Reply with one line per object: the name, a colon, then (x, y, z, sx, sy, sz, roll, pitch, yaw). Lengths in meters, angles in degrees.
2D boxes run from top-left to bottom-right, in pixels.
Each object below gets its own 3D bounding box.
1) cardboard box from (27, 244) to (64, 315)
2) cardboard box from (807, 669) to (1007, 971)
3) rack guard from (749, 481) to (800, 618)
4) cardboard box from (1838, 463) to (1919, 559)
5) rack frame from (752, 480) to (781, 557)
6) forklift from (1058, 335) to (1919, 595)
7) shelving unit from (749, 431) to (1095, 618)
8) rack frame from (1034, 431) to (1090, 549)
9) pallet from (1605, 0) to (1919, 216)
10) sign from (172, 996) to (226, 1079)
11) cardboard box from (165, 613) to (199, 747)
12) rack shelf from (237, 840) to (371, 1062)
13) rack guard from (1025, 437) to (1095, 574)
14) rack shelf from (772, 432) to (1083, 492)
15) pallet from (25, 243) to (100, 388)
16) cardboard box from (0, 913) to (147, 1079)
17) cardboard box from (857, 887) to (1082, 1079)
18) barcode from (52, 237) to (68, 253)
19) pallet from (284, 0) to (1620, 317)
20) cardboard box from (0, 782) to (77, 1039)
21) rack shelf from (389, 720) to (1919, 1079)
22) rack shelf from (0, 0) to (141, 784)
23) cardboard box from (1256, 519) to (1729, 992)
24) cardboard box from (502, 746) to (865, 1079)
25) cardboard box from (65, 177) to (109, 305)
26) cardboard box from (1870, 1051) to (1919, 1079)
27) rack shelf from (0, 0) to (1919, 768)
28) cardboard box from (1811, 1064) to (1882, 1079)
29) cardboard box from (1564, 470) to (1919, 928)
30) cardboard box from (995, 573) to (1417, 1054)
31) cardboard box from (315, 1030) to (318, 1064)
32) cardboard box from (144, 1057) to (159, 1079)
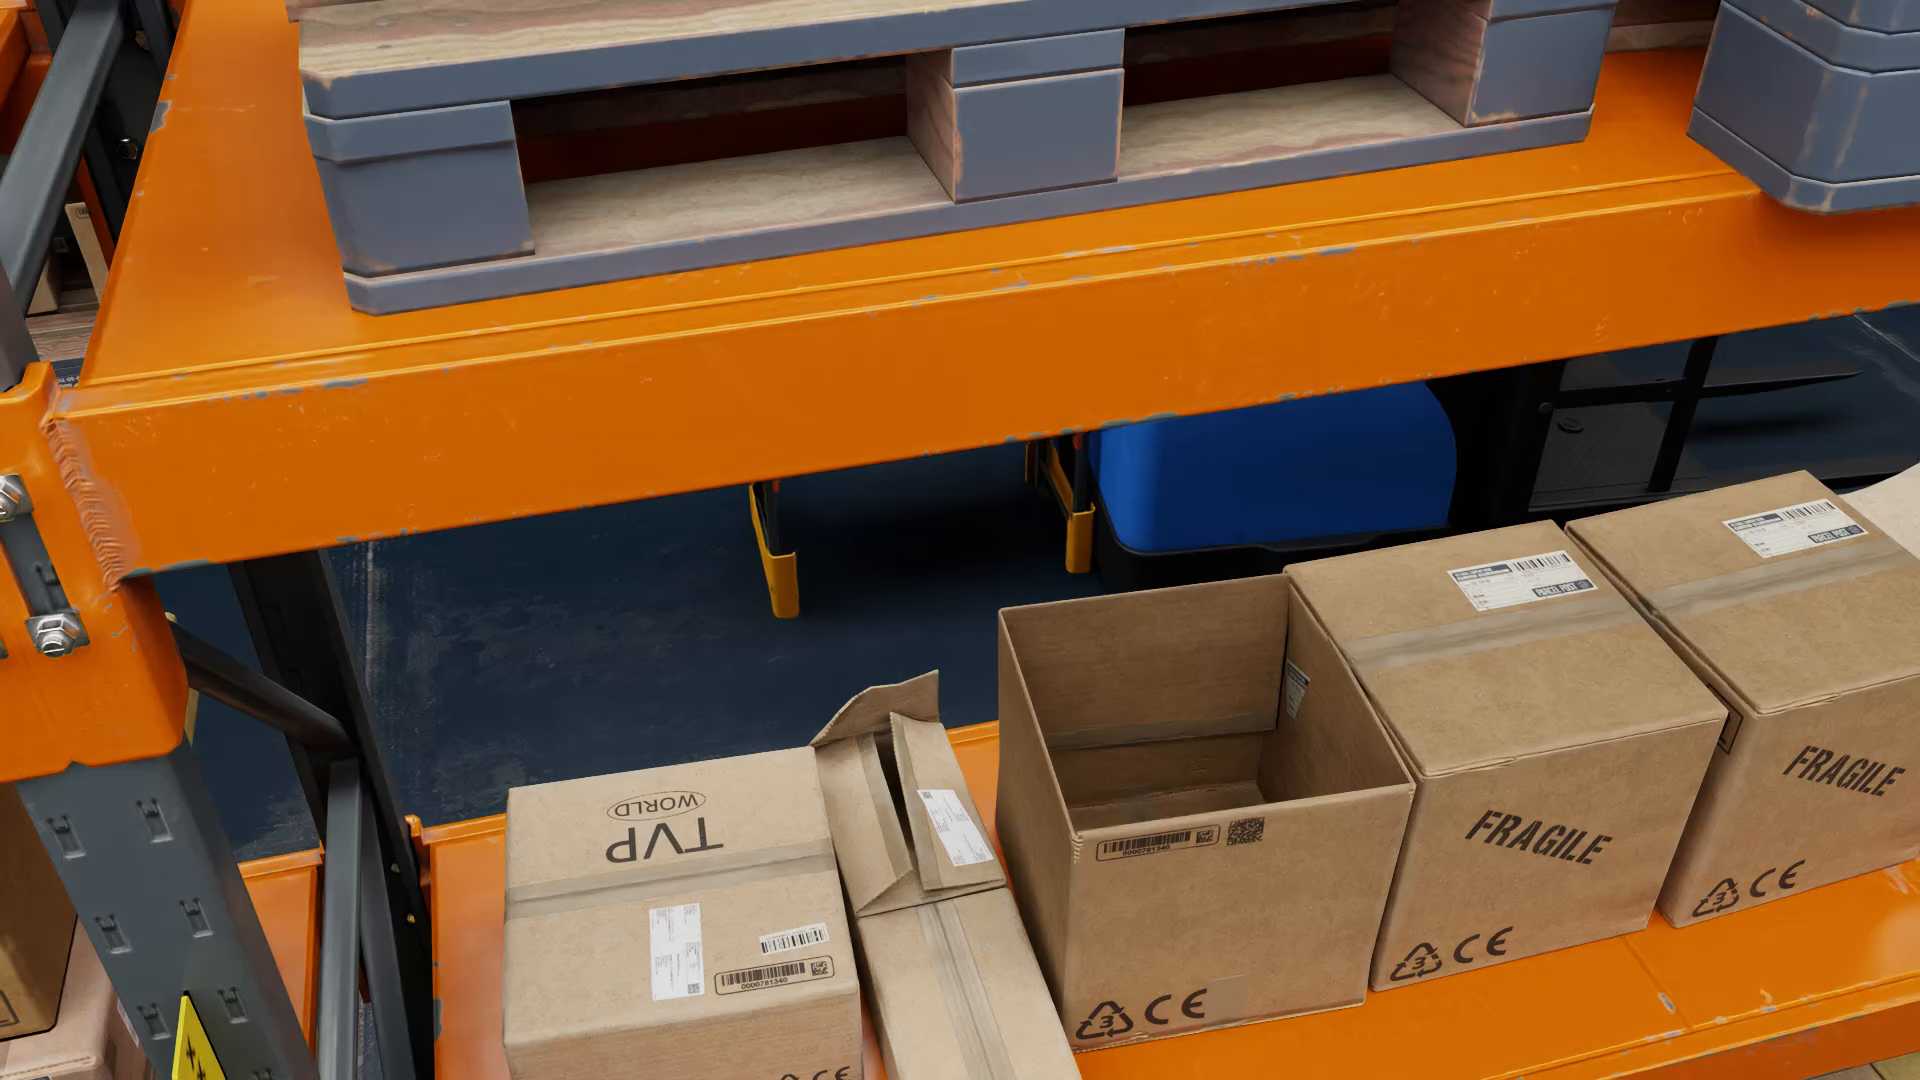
cardboard box: (-3.746, -1.048, 6.635, 0.250, 0.149, 0.380, -12, 39, -16)
cardboard box: (-0.101, 0.465, 2.784, 0.258, 0.266, 0.396, -10, 39, -13)
rack guard: (-0.628, -0.020, 5.571, 0.087, 0.250, 0.587, -8, 38, -11)
cardboard box: (2.046, 0.088, 3.239, 0.500, 0.311, 0.500, -10, 38, -12)
rack frame: (-0.647, -0.514, 5.188, 0.032, 1.500, 0.500, -8, 38, -11)
forklift: (1.920, -1.313, 5.054, 3.031, 2.935, 1.130, -5, 38, -7)
shelving unit: (-0.144, -0.587, 5.283, 1.083, 1.500, 0.587, -8, 38, -11)
rack frame: (0.342, -0.658, 5.375, 0.032, 1.500, 0.500, -8, 38, -11)
pallet: (1.249, -0.753, 1.952, 1.213, 0.211, 1.003, -8, 38, -10)
sign: (-0.755, 0.608, 1.708, 0.005, 0.325, 0.100, -9, 38, -12)
cardboard box: (-1.212, 0.290, 2.286, 0.250, 0.149, 0.380, -9, 38, -12)
rack shelf: (-2.832, 1.261, 2.225, 4.000, 0.370, 1.077, -9, 38, -12)
rack guard: (0.341, -0.161, 5.755, 0.087, 0.250, 0.587, -8, 38, -11)
rack shelf: (-0.152, -0.443, 5.391, 1.000, 0.185, 0.538, -8, 38, -11)
pallet: (-4.016, -0.817, 6.644, 1.213, 0.211, 1.003, -9, 38, -12)
cardboard box: (-1.108, 0.530, 1.973, 0.250, 0.149, 0.380, -9, 38, -12)
cardboard box: (0.007, 0.738, 2.524, 0.250, 0.149, 0.380, -9, 38, -12)
barcode: (-3.658, -1.194, 6.735, 0.075, 0.075, 0.001, -9, 38, -12)
pallet: (-0.053, -0.604, 1.760, 1.217, 0.209, 0.805, -11, 39, -14)
cardboard box: (-1.328, 0.177, 1.899, 0.500, 0.500, 0.700, -9, 38, -12)
rack shelf: (1.029, 0.627, 3.053, 4.000, 0.370, 1.077, -9, 38, -12)
rack shelf: (-2.832, 0.069, 1.314, 4.000, 0.370, 1.077, -9, 38, -12)
cardboard box: (0.836, 0.344, 2.750, 0.500, 0.500, 0.500, -9, 38, -12)
cardboard box: (-0.438, 0.614, 2.602, 0.500, 0.250, 0.500, -7, 38, -9)
cardboard box: (-3.188, -1.241, 6.598, 0.500, 0.500, 0.500, -12, 39, -15)
cardboard box: (2.019, 1.041, 3.376, 0.500, 0.311, 0.500, -10, 39, -13)
rack shelf: (1.029, -0.564, 2.142, 4.000, 0.370, 1.077, -9, 38, -12)
cardboard box: (1.530, 1.119, 3.274, 0.500, 0.311, 0.500, -10, 38, -12)
cardboard box: (1.344, 0.260, 2.859, 0.500, 0.500, 0.500, -11, 39, -14)
cardboard box: (0.353, 0.423, 2.646, 0.500, 0.500, 0.500, -7, 38, -9)
cardboard box: (-1.431, 1.176, 3.045, 0.500, 0.500, 0.500, -9, 38, -12)
cardboard box: (-1.328, 0.693, 2.293, 0.500, 0.500, 0.700, -10, 39, -13)
